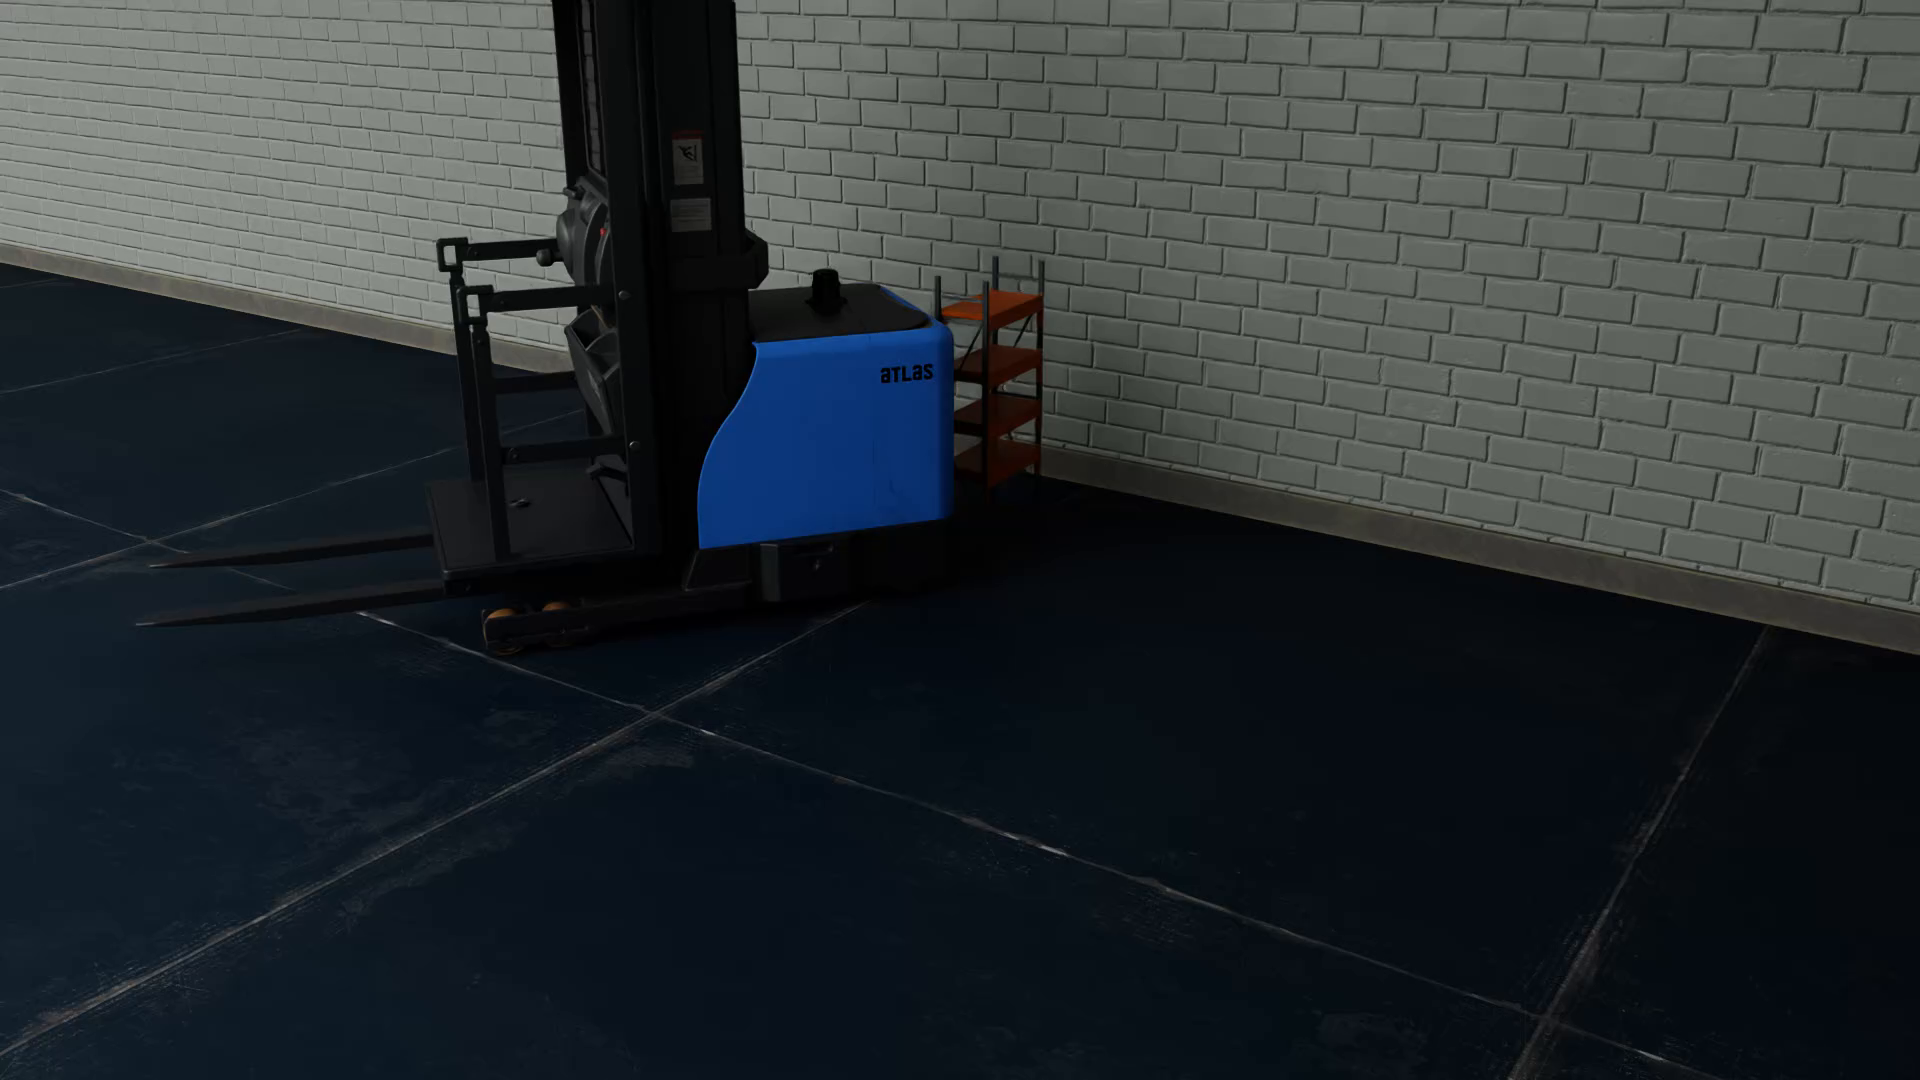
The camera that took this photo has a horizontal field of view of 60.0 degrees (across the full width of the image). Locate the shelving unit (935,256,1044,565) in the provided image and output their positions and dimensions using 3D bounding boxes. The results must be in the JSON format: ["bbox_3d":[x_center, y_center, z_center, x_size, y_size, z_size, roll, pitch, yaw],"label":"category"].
[{"bbox_3d":[0.126,-0.552,7.028,0.258,1.200,0.503,11,23,27],"label":"shelving unit"}]

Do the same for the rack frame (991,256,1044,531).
[{"bbox_3d":[0.246,-0.626,7.228,0.240,1.200,0.015,11,23,27],"label":"rack frame"}]

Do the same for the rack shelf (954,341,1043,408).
[{"bbox_3d":[0.126,-0.699,6.974,0.258,0.148,0.480,11,23,27],"label":"rack shelf"}]

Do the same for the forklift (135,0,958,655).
[{"bbox_3d":[-1.582,-1.159,6.172,3.031,2.935,1.130,-7,22,-19],"label":"forklift"}]

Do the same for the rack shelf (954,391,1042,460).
[{"bbox_3d":[0.126,-0.489,7.052,0.258,0.148,0.480,11,23,27],"label":"rack shelf"}]

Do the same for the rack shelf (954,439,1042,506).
[{"bbox_3d":[0.126,-0.303,7.120,0.258,0.148,0.480,11,23,27],"label":"rack shelf"}]

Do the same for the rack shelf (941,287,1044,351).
[{"bbox_3d":[0.126,-0.921,6.892,0.258,0.148,0.480,11,23,27],"label":"rack shelf"}]

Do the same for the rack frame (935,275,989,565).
[{"bbox_3d":[0.007,-0.478,6.829,0.240,1.200,0.015,11,23,27],"label":"rack frame"}]
